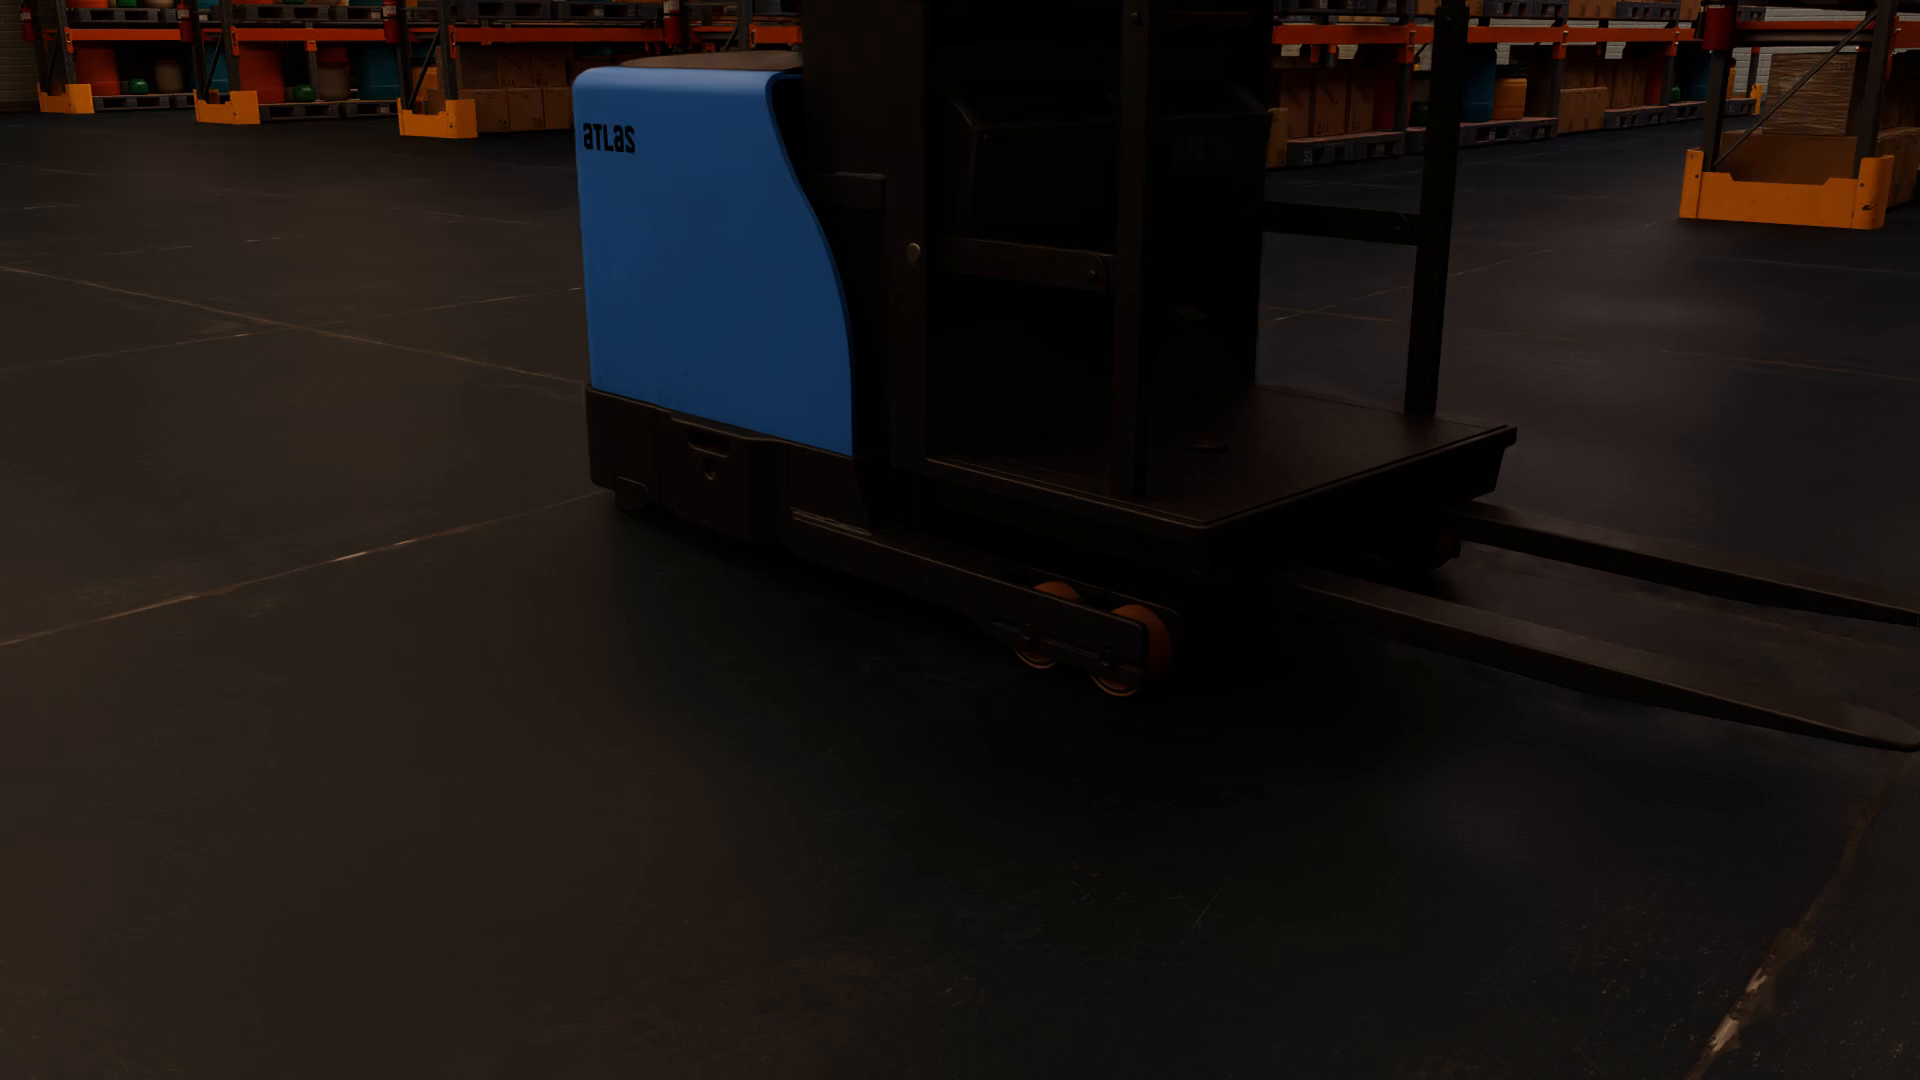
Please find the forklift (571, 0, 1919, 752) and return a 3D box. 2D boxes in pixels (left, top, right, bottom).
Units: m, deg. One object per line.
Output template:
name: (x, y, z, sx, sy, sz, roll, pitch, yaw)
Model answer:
forklift: (0.460, -1.287, 3.136, 1.130, 2.935, 3.031, -16, 23, -42)
